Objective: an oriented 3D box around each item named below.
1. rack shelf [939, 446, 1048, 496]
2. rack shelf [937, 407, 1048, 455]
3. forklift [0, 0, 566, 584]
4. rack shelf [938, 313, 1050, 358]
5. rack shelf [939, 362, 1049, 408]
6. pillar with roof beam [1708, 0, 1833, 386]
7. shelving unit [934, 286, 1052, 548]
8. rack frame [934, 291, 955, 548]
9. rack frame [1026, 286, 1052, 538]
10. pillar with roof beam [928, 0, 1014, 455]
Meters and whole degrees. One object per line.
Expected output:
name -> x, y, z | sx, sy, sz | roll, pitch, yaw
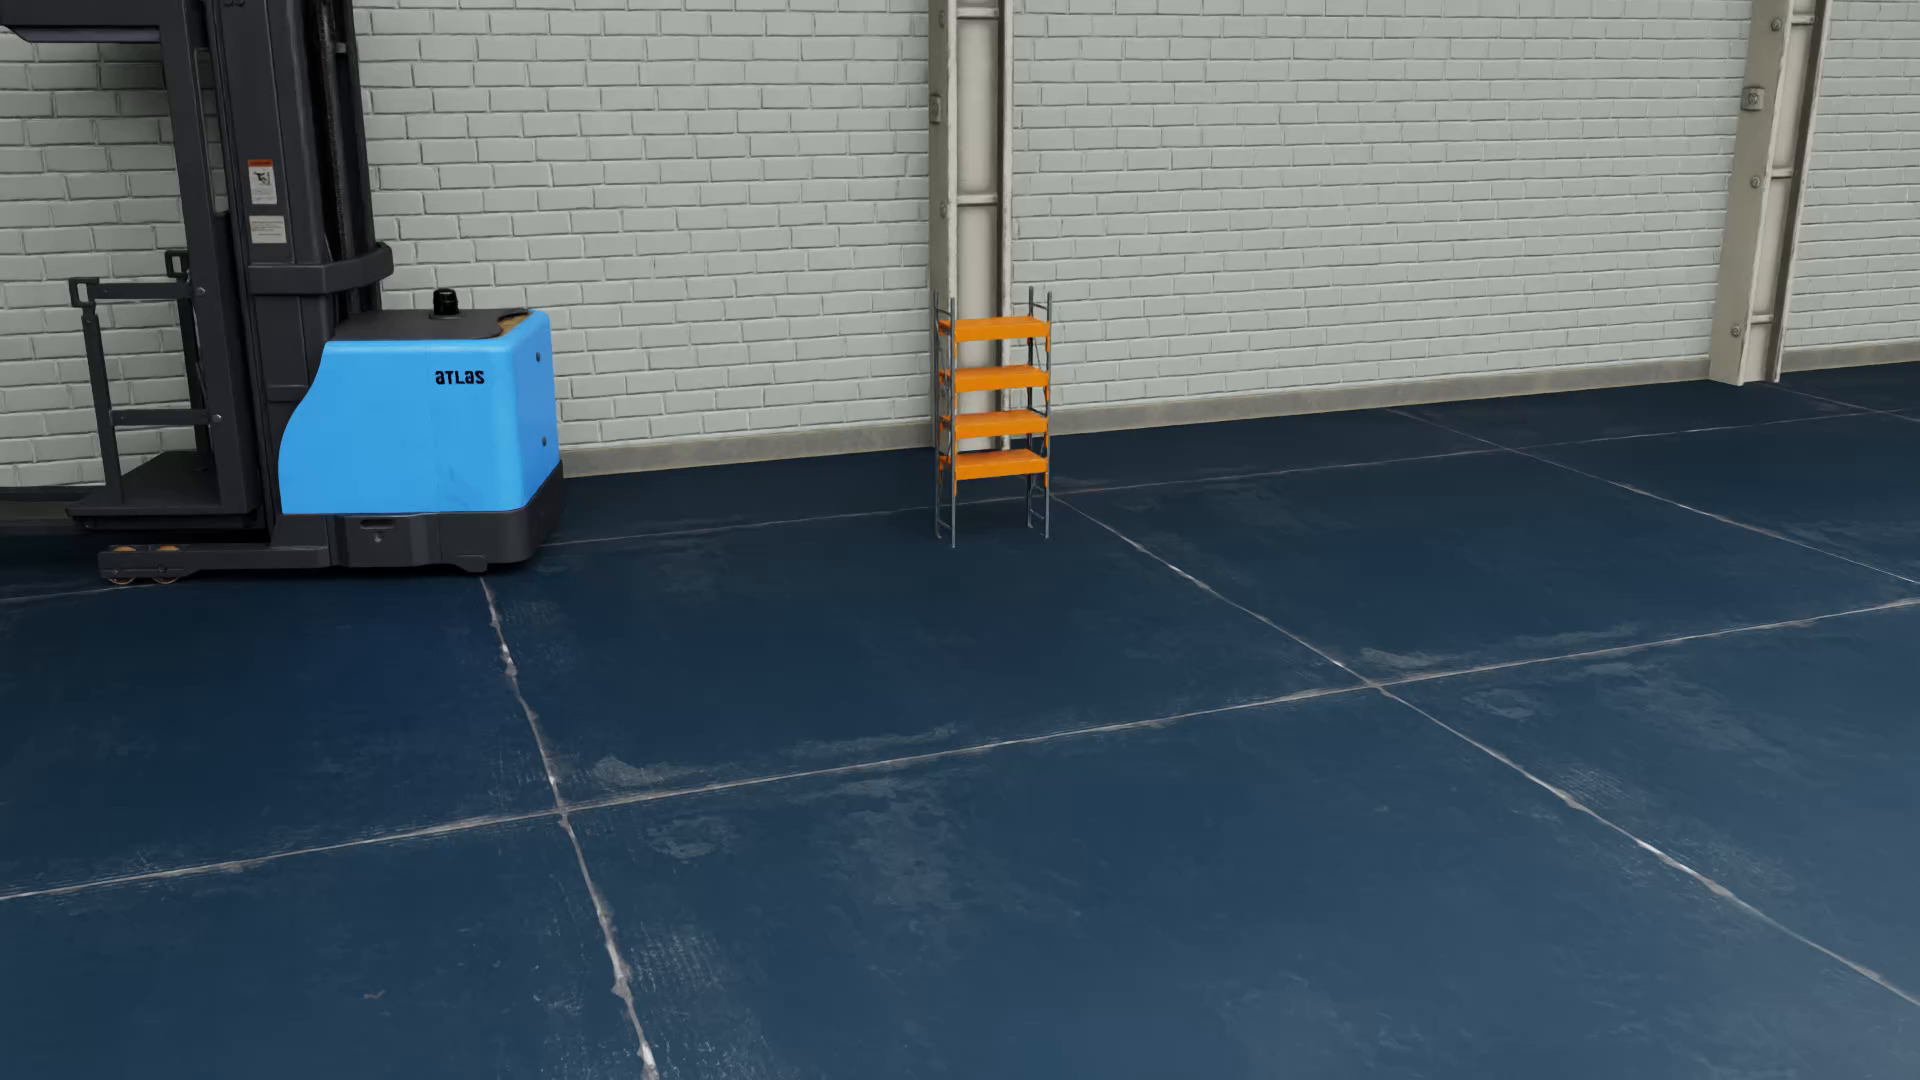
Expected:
rack shelf -> 0.155, -0.337, 8.061 | 0.480, 0.148, 0.258 | -6, 17, -20
rack shelf -> 0.155, -0.528, 8.005 | 0.480, 0.148, 0.258 | -6, 17, -20
forklift -> -3.486, -1.361, 7.531 | 3.031, 2.935, 1.130 | -1, 16, -3
rack shelf -> 0.155, -0.969, 7.875 | 0.480, 0.148, 0.258 | -6, 17, -20
rack shelf -> 0.155, -0.742, 7.942 | 0.480, 0.148, 0.258 | -6, 17, -20
pillar with roof beam -> 7.205, -4.344, 6.919 | 0.400, 9.000, 9.100 | -6, 17, -20
shelving unit -> 0.155, -0.592, 7.986 | 0.503, 1.200, 0.258 | -6, 17, -20
rack frame -> -0.073, -0.568, 7.902 | 0.015, 1.200, 0.240 | -6, 17, -20
rack frame -> 0.382, -0.617, 8.070 | 0.015, 1.200, 0.240 | -6, 17, -20
pillar with roof beam -> 1.602, -3.739, 4.859 | 0.400, 9.000, 9.100 | -6, 17, -20
